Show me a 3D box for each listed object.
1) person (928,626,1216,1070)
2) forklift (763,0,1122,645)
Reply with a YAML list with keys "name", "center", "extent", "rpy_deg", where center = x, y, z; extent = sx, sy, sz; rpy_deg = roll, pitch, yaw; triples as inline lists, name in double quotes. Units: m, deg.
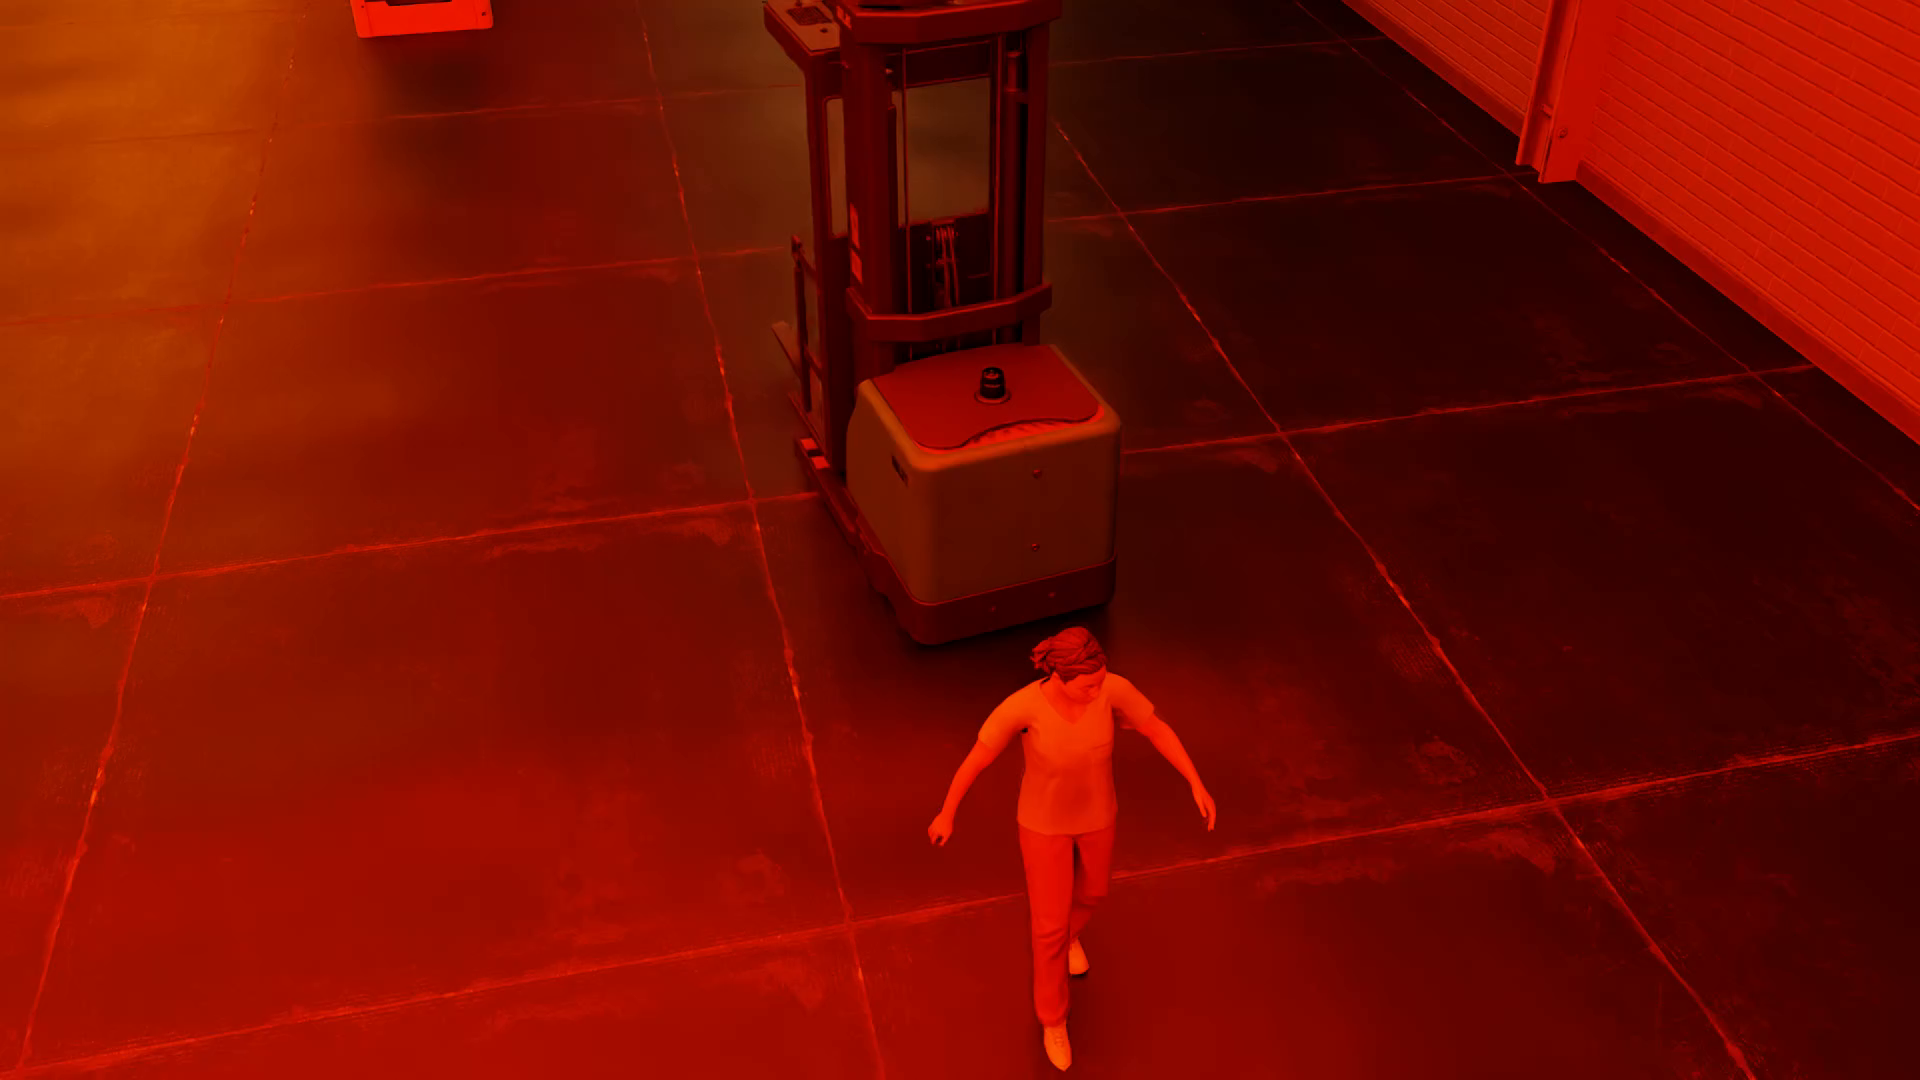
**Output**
- name: "person"
  center: [0.370, 1.032, 5.744]
  extent: [0.904, 1.679, 0.680]
  rpy_deg: [-10, 37, -13]
- name: "forklift"
  center: [-0.261, -1.558, 8.215]
  extent: [1.130, 2.935, 3.031]
  rpy_deg: [-13, 38, -17]
